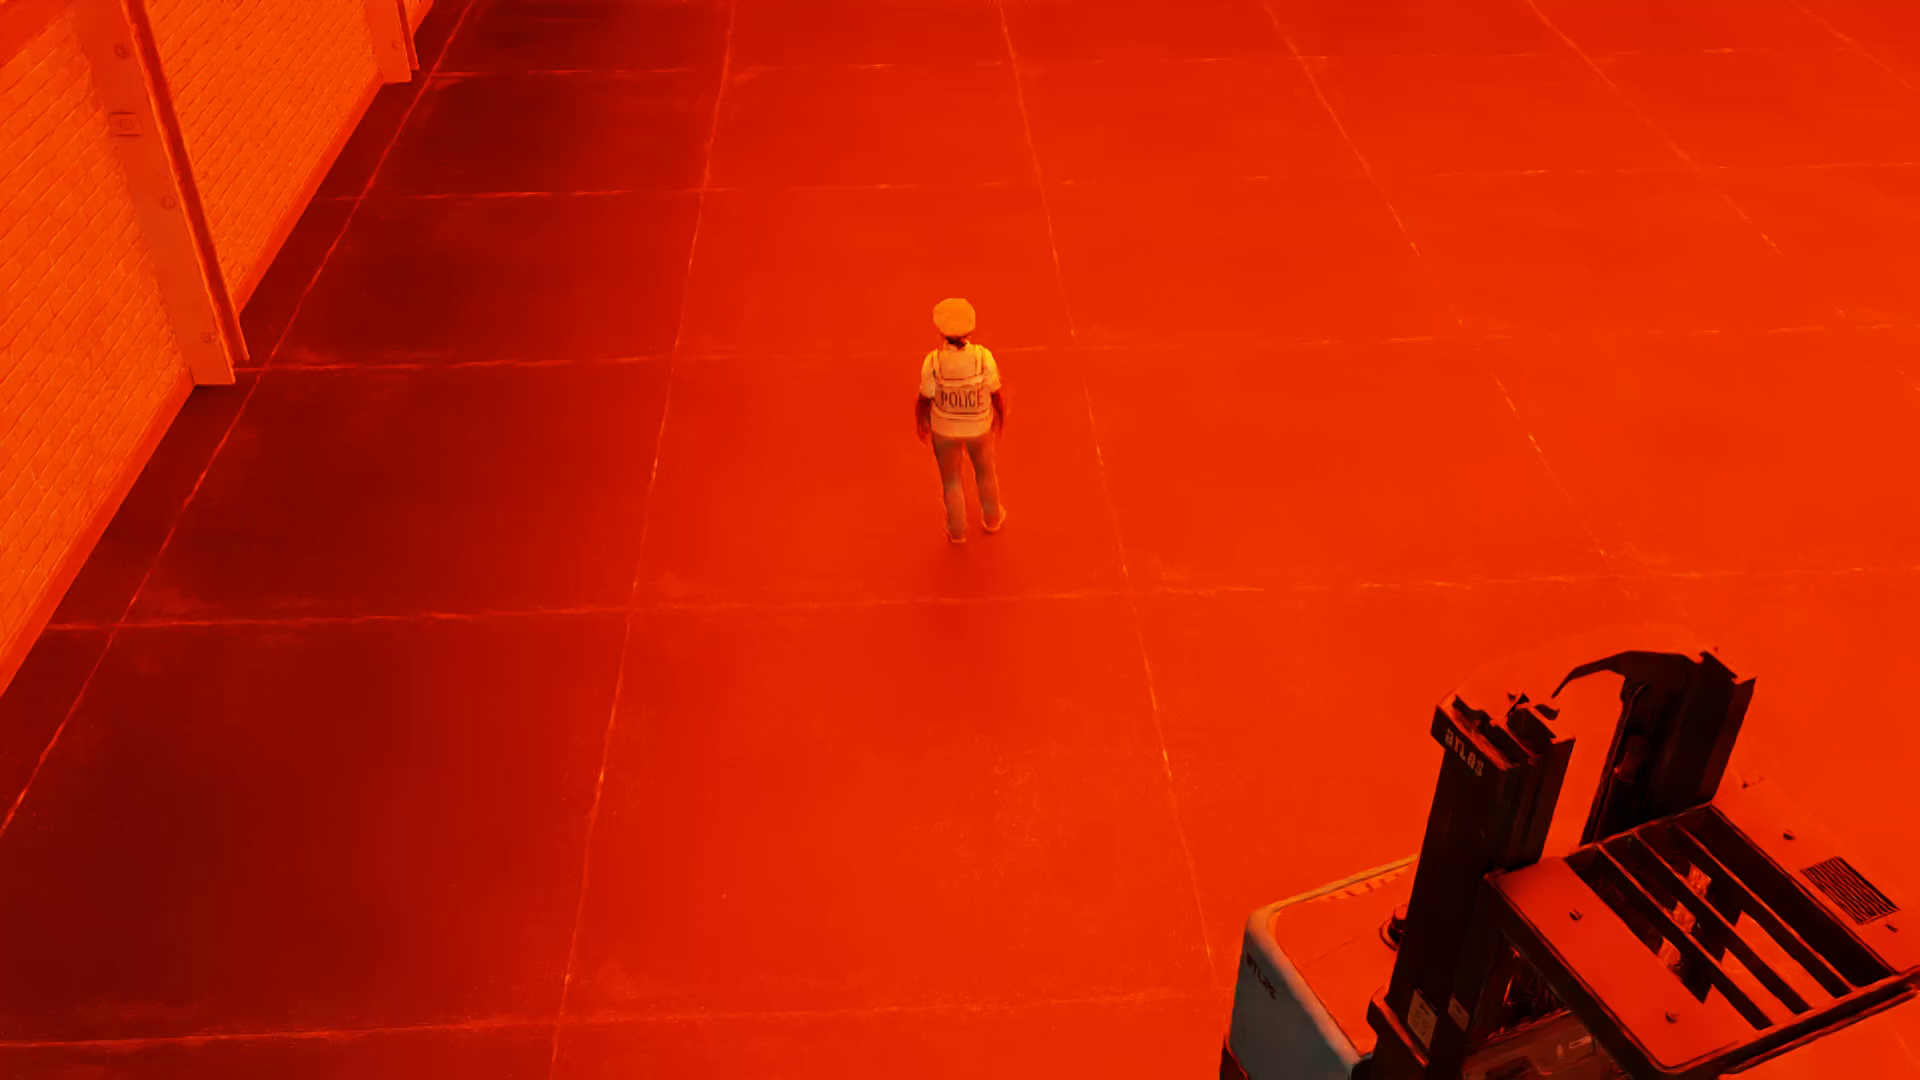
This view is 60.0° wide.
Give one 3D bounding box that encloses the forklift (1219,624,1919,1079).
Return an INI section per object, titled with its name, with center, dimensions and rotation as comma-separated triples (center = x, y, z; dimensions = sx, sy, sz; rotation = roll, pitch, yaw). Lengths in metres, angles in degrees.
[forklift]
center = 2.163, 1.859, 5.459
dimensions = 1.130, 2.935, 3.031
rotation = -14, 38, -18

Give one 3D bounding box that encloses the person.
[person]
center = 0.016, -0.736, 10.058
dimensions = 0.570, 1.695, 0.529
rotation = -2, 36, -2
